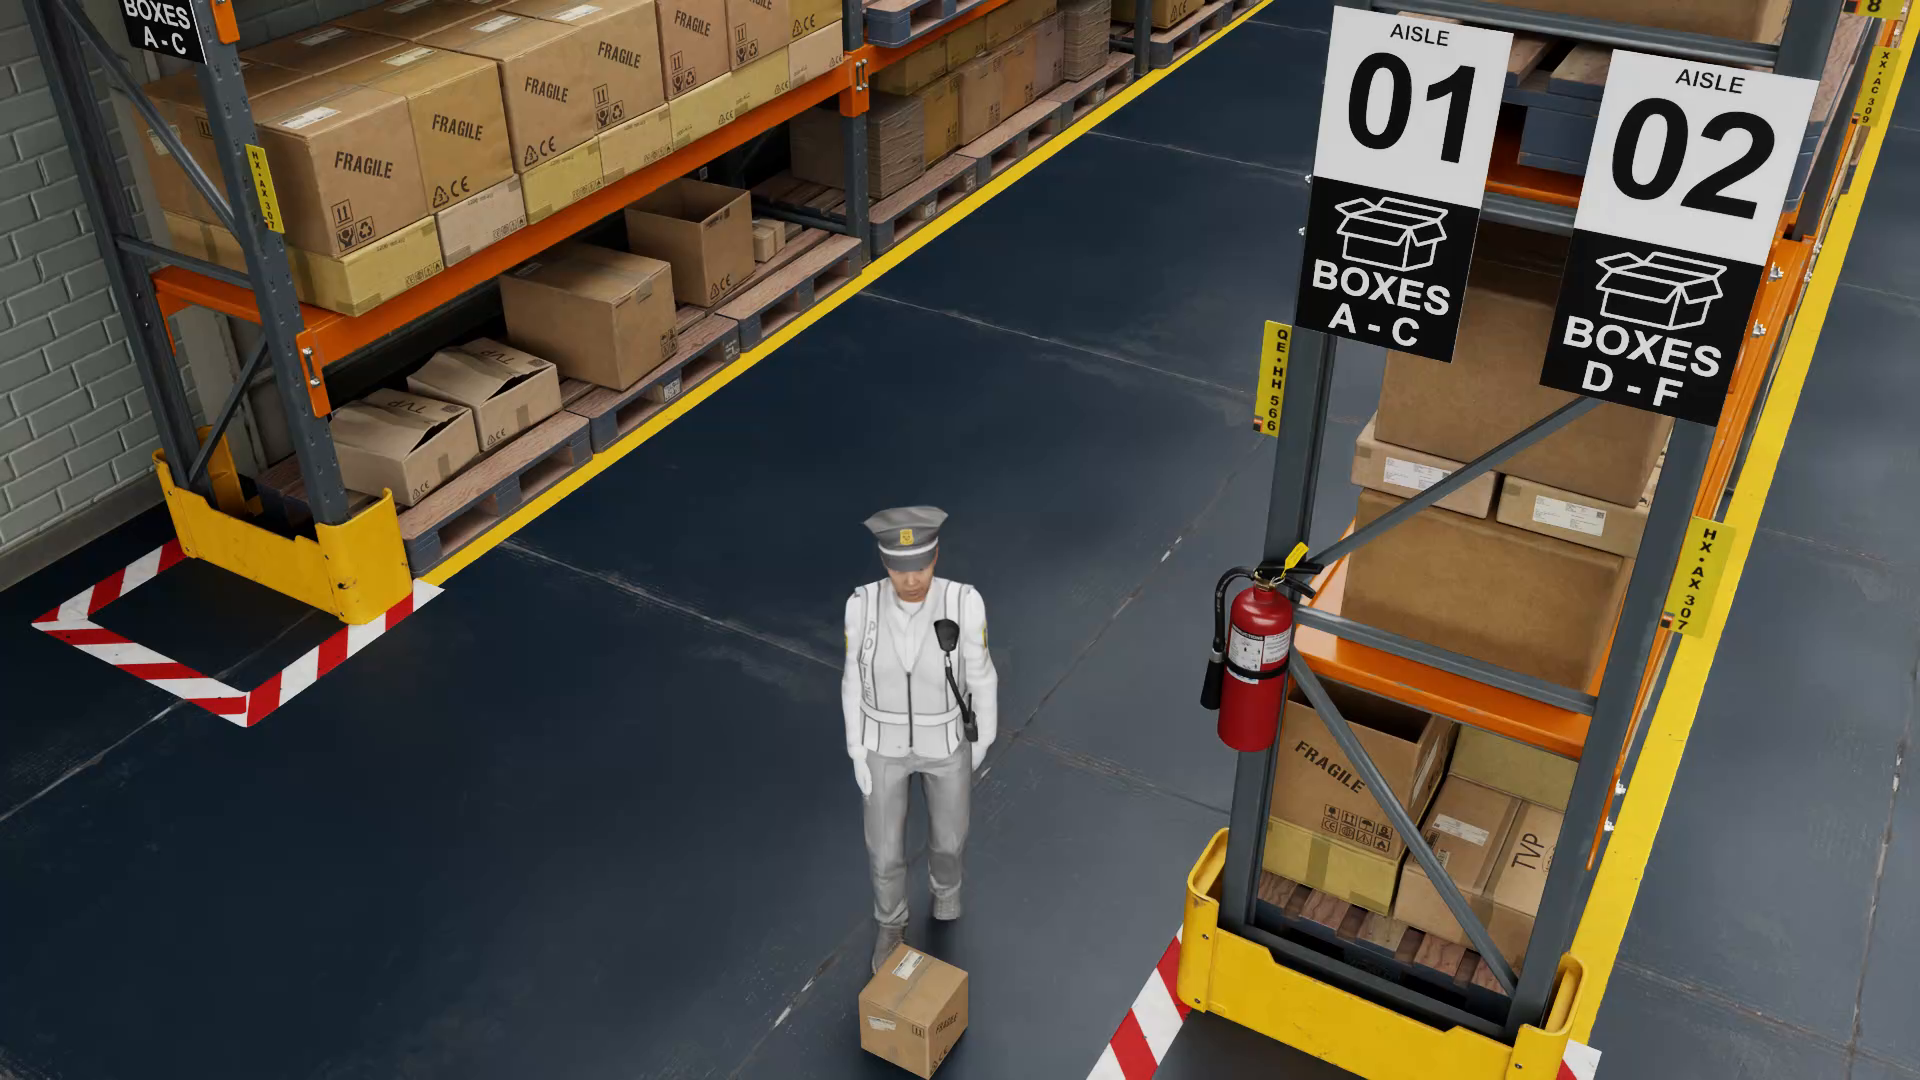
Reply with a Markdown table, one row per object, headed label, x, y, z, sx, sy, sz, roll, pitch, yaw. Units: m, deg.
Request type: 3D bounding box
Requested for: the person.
| label | x | y | z | sx | sy | sz | roll | pitch | yaw |
| --- | --- | --- | --- | --- | --- | --- | --- | --- | --- |
| person | -0.128 | 0.688 | 5.208 | 0.481 | 1.761 | 0.466 | 1 | 34 | 1 |
